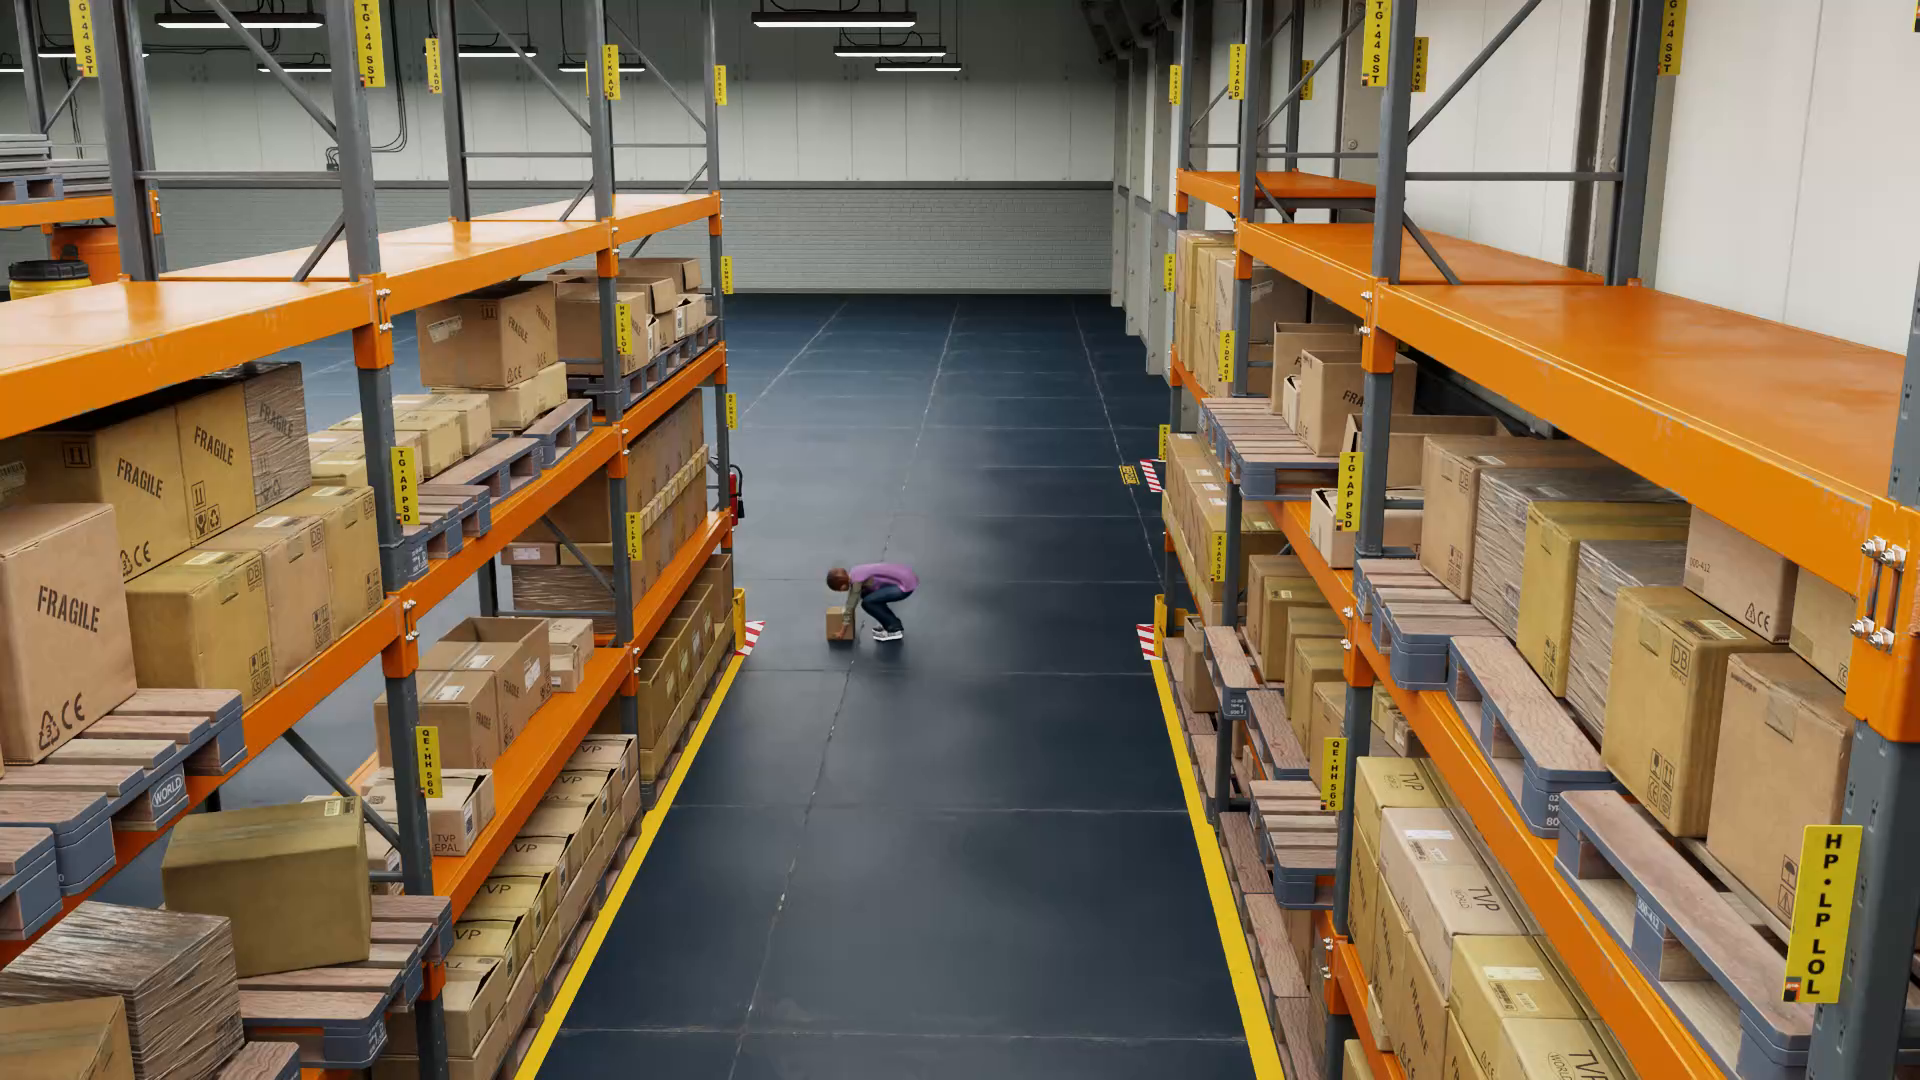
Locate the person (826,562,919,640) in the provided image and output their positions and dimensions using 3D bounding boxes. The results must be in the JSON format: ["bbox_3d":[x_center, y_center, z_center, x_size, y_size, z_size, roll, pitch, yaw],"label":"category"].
[{"bbox_3d":[-0.814,0.574,15.606,0.872,0.738,0.418,0,14,0],"label":"person"}]
